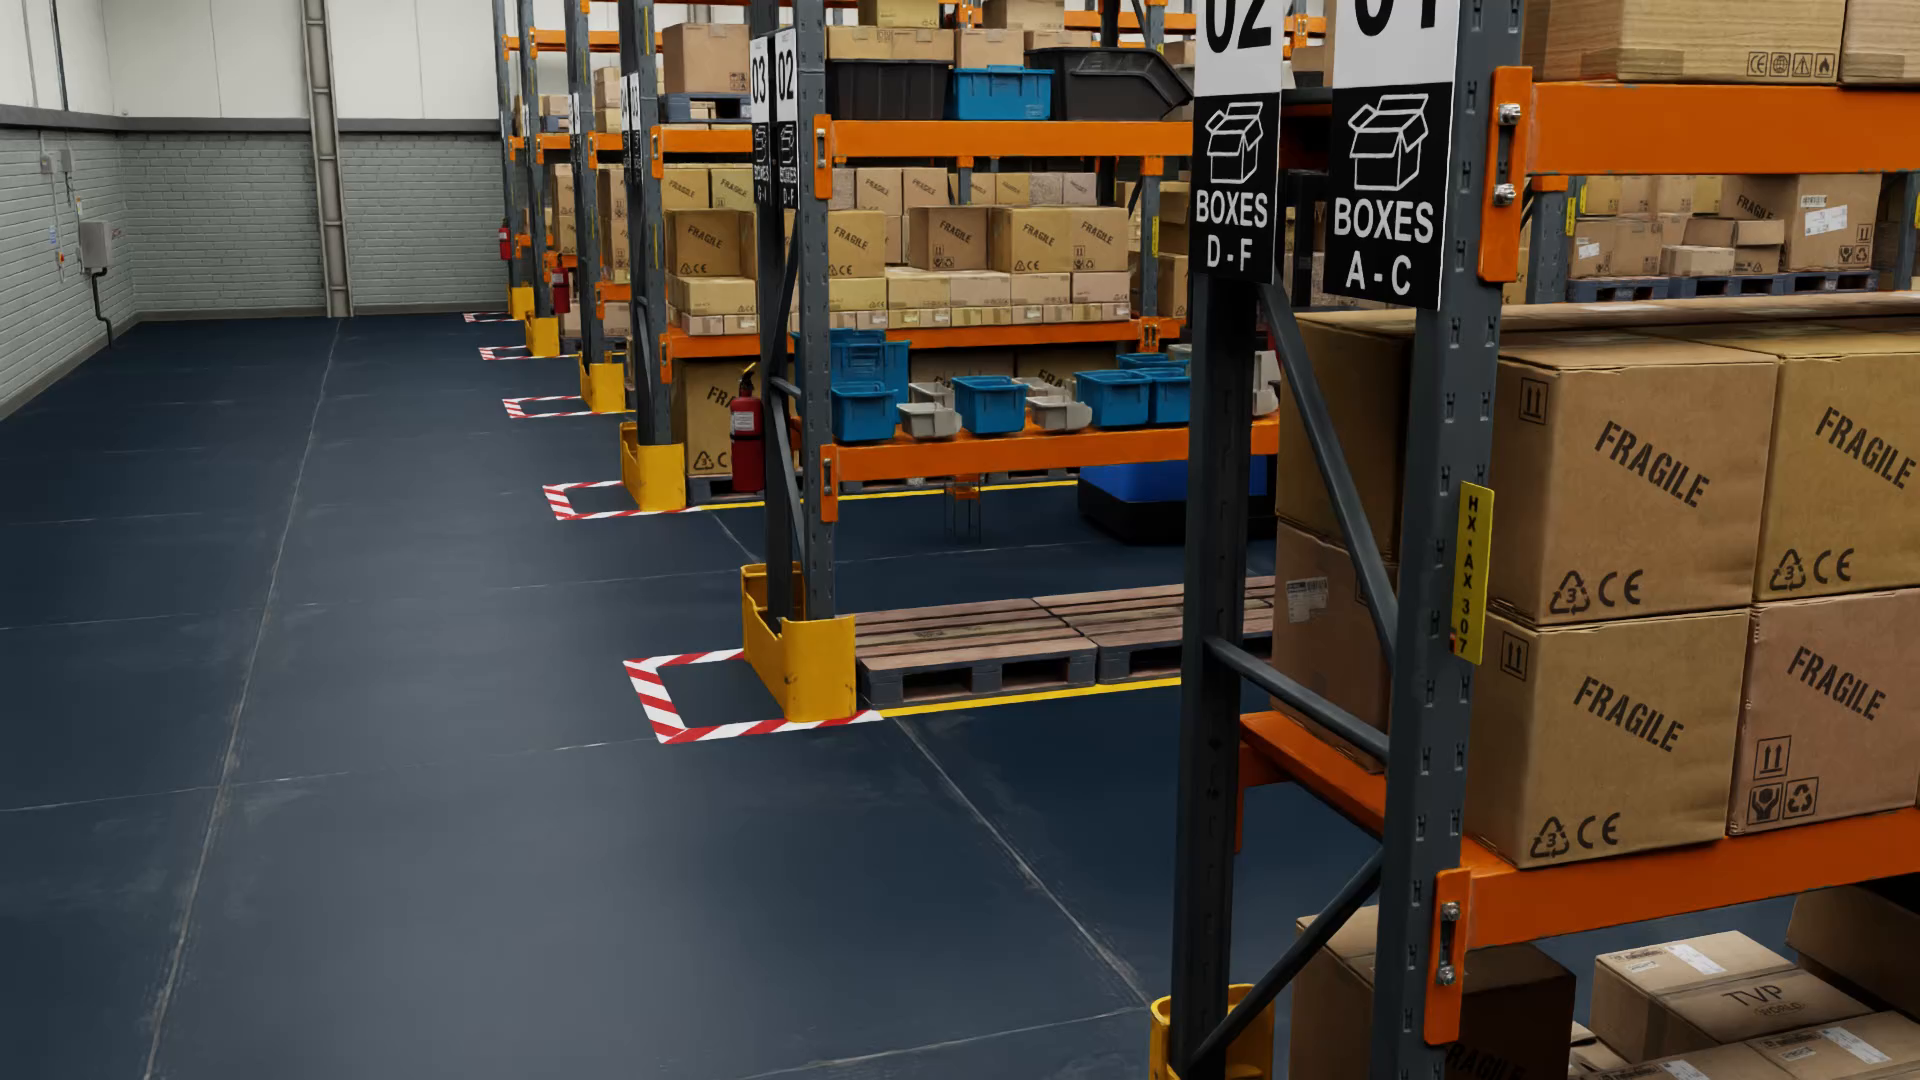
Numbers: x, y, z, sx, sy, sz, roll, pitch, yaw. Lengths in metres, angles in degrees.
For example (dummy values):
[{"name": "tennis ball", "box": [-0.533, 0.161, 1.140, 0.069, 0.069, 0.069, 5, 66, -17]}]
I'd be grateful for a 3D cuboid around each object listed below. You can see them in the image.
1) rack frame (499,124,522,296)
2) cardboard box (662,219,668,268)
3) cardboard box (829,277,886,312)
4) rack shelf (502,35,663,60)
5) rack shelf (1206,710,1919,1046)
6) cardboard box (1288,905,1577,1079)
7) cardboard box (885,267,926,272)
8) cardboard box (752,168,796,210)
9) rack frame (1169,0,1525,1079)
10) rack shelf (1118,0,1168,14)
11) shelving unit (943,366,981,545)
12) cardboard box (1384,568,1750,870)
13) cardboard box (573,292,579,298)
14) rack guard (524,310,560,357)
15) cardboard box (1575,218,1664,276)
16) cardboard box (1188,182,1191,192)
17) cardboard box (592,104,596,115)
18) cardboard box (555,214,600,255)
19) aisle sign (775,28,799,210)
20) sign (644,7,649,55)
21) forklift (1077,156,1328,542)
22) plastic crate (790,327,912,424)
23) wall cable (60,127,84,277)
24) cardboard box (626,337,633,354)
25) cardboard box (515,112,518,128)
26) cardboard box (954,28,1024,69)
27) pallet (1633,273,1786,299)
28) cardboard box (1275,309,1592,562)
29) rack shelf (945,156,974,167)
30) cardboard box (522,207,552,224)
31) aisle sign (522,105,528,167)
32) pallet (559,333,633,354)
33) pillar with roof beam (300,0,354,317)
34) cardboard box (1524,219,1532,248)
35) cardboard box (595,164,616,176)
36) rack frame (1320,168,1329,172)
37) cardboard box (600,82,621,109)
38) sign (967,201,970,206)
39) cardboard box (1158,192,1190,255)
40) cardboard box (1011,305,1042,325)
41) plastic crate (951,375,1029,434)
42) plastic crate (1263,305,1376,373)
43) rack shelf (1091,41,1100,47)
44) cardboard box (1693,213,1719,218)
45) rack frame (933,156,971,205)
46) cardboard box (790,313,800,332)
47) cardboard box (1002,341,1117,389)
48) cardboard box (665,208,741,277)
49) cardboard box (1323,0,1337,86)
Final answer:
[{"name": "rack frame", "box": [-7.144, -5.073, 26.487, 0.127, 3.000, 1.000, -4, 14, -18]}, {"name": "cardboard box", "box": [-2.871, -3.117, 17.407, 0.500, 0.500, 0.500, -4, 14, -18]}, {"name": "cardboard box", "box": [-0.888, -1.935, 12.977, 0.500, 0.250, 0.500, -5, 14, -20]}, {"name": "rack shelf", "box": [-5.249, -7.787, 26.497, 4.000, 0.370, 1.077, -4, 14, -18]}, {"name": "rack shelf", "box": [2.654, 0.564, 4.343, 4.000, 0.370, 1.077, -4, 14, -18]}, {"name": "cardboard box", "box": [1.196, 1.270, 4.273, 0.500, 0.500, 0.500, -4, 14, -18]}, {"name": "cardboard box", "box": [-0.567, -2.091, 13.632, 0.500, 0.250, 0.500, -4, 14, -18]}, {"name": "cardboard box", "box": [-1.915, -3.671, 17.576, 0.500, 0.500, 0.500, -5, 14, -20]}, {"name": "rack frame", "box": [0.759, 0.362, 3.639, 0.127, 3.000, 1.000, -4, 14, -18]}, {"name": "rack shelf", "box": [3.289, -4.628, 14.071, 4.000, 0.370, 1.077, -4, 14, -18]}, {"name": "shelving unit", "box": [0.014, -0.585, 11.508, 0.189, 1.200, 0.258, -4, 14, -18]}, {"name": "cardboard box", "box": [1.263, 0.338, 3.522, 0.500, 0.500, 0.500, -4, 14, -17]}, {"name": "cardboard box", "box": [-6.119, -3.937, 26.967, 0.250, 0.149, 0.380, -5, 14, -20]}, {"name": "rack guard", "box": [-5.581, -2.767, 22.193, 0.348, 0.500, 1.175, -4, 14, -18]}, {"name": "cardboard box", "box": [6.181, -2.766, 15.666, 0.500, 0.500, 0.700, -2, 14, -10]}, {"name": "cardboard box", "box": [3.518, -5.036, 24.565, 0.500, 0.500, 0.500, -4, 14, -17]}, {"name": "cardboard box", "box": [-4.788, -5.676, 21.960, 0.250, 0.149, 0.380, -6, 14, -22]}, {"name": "cardboard box", "box": [-5.011, -4.006, 21.784, 0.500, 0.500, 0.500, -5, 14, -19]}, {"name": "aisle sign", "box": [-0.791, -1.919, 7.610, 0.004, 0.787, 0.394, -4, 14, -18]}, {"name": "sign", "box": [-2.226, -3.612, 11.803, 0.005, 0.325, 0.100, -4, 14, -18]}, {"name": "forklift", "box": [2.444, -1.584, 11.970, 3.031, 2.935, 1.130, -4, 14, -15]}, {"name": "plastic crate", "box": [-0.560, -0.837, 8.472, 0.499, 0.435, 0.616, -4, 14, -18]}, {"name": "wall cable", "box": [-11.358, -4.368, 21.327, 0.122, 1.984, 0.588, -4, 14, -18]}, {"name": "cardboard box", "box": [-3.462, -2.108, 17.989, 0.250, 0.149, 0.380, -4, 14, -17]}, {"name": "cardboard box", "box": [-6.810, -6.696, 26.512, 0.500, 0.250, 0.500, -5, 14, -19]}, {"name": "cardboard box", "box": [0.160, -3.757, 13.135, 0.500, 0.500, 0.700, -4, 14, -15]}, {"name": "pallet", "box": [7.048, -2.463, 15.930, 1.213, 0.211, 1.003, -4, 14, -18]}, {"name": "cardboard box", "box": [1.093, -0.266, 3.903, 0.500, 0.500, 0.500, -5, 14, -19]}, {"name": "rack shelf", "box": [1.803, -4.458, 18.977, 4.000, 0.370, 1.077, -4, 14, -18]}, {"name": "cardboard box", "box": [-6.793, -5.237, 26.858, 0.500, 0.250, 0.500, -4, 14, -16]}, {"name": "aisle sign", "box": [-5.725, -5.312, 21.874, 0.004, 0.787, 0.394, -4, 14, -18]}, {"name": "pallet", "box": [-4.825, -2.704, 22.554, 1.213, 0.211, 1.003, -4, 14, -18]}, {"name": "pillar with roof beam", "box": [-8.614, -7.046, 21.818, 0.400, 9.000, 9.100, -4, 14, -18]}, {"name": "cardboard box", "box": [7.081, -3.743, 20.682, 0.500, 0.500, 0.500, -5, 14, -18]}, {"name": "cardboard box", "box": [-4.624, -4.830, 21.686, 0.250, 0.149, 0.380, -4, 14, -16]}, {"name": "rack frame", "box": [5.815, -4.870, 25.635, 0.127, 3.000, 1.000, -4, 14, -18]}, {"name": "cardboard box", "box": [-3.375, -4.512, 16.891, 0.500, 0.250, 0.500, -4, 14, -17]}, {"name": "sign", "box": [0.088, -3.504, 18.022, 0.005, 0.325, 0.100, -4, 14, -18]}, {"name": "cardboard box", "box": [1.997, -2.692, 14.093, 0.637, 0.503, 0.797, -5, 14, -20]}, {"name": "cardboard box", "box": [0.478, -1.833, 13.408, 0.250, 0.149, 0.380, -4, 14, -17]}, {"name": "plastic crate", "box": [0.145, -0.667, 8.197, 0.300, 0.233, 0.416, -4, 14, -18]}, {"name": "plastic crate", "box": [2.047, -1.069, 9.388, 0.583, 0.464, 0.402, -4, 14, -18]}, {"name": "rack shelf", "box": [0.129, -6.801, 23.209, 4.000, 0.370, 1.077, -4, 14, -18]}, {"name": "cardboard box", "box": [9.370, -4.015, 21.718, 0.500, 0.550, 0.875, -4, 14, -18]}, {"name": "rack frame", "box": [-0.092, -3.201, 18.620, 0.127, 3.000, 1.000, -4, 14, -18]}, {"name": "cardboard box", "box": [-1.223, -1.700, 12.852, 0.250, 0.149, 0.380, -5, 14, -19]}, {"name": "cardboard box", "box": [0.743, -1.246, 14.081, 0.875, 0.875, 0.875, -4, 14, -18]}, {"name": "cardboard box", "box": [-2.019, -2.341, 13.064, 0.500, 0.500, 0.500, -4, 14, -17]}, {"name": "cardboard box", "box": [1.162, -1.120, 3.711, 0.500, 0.250, 0.500, -4, 14, -18]}]
